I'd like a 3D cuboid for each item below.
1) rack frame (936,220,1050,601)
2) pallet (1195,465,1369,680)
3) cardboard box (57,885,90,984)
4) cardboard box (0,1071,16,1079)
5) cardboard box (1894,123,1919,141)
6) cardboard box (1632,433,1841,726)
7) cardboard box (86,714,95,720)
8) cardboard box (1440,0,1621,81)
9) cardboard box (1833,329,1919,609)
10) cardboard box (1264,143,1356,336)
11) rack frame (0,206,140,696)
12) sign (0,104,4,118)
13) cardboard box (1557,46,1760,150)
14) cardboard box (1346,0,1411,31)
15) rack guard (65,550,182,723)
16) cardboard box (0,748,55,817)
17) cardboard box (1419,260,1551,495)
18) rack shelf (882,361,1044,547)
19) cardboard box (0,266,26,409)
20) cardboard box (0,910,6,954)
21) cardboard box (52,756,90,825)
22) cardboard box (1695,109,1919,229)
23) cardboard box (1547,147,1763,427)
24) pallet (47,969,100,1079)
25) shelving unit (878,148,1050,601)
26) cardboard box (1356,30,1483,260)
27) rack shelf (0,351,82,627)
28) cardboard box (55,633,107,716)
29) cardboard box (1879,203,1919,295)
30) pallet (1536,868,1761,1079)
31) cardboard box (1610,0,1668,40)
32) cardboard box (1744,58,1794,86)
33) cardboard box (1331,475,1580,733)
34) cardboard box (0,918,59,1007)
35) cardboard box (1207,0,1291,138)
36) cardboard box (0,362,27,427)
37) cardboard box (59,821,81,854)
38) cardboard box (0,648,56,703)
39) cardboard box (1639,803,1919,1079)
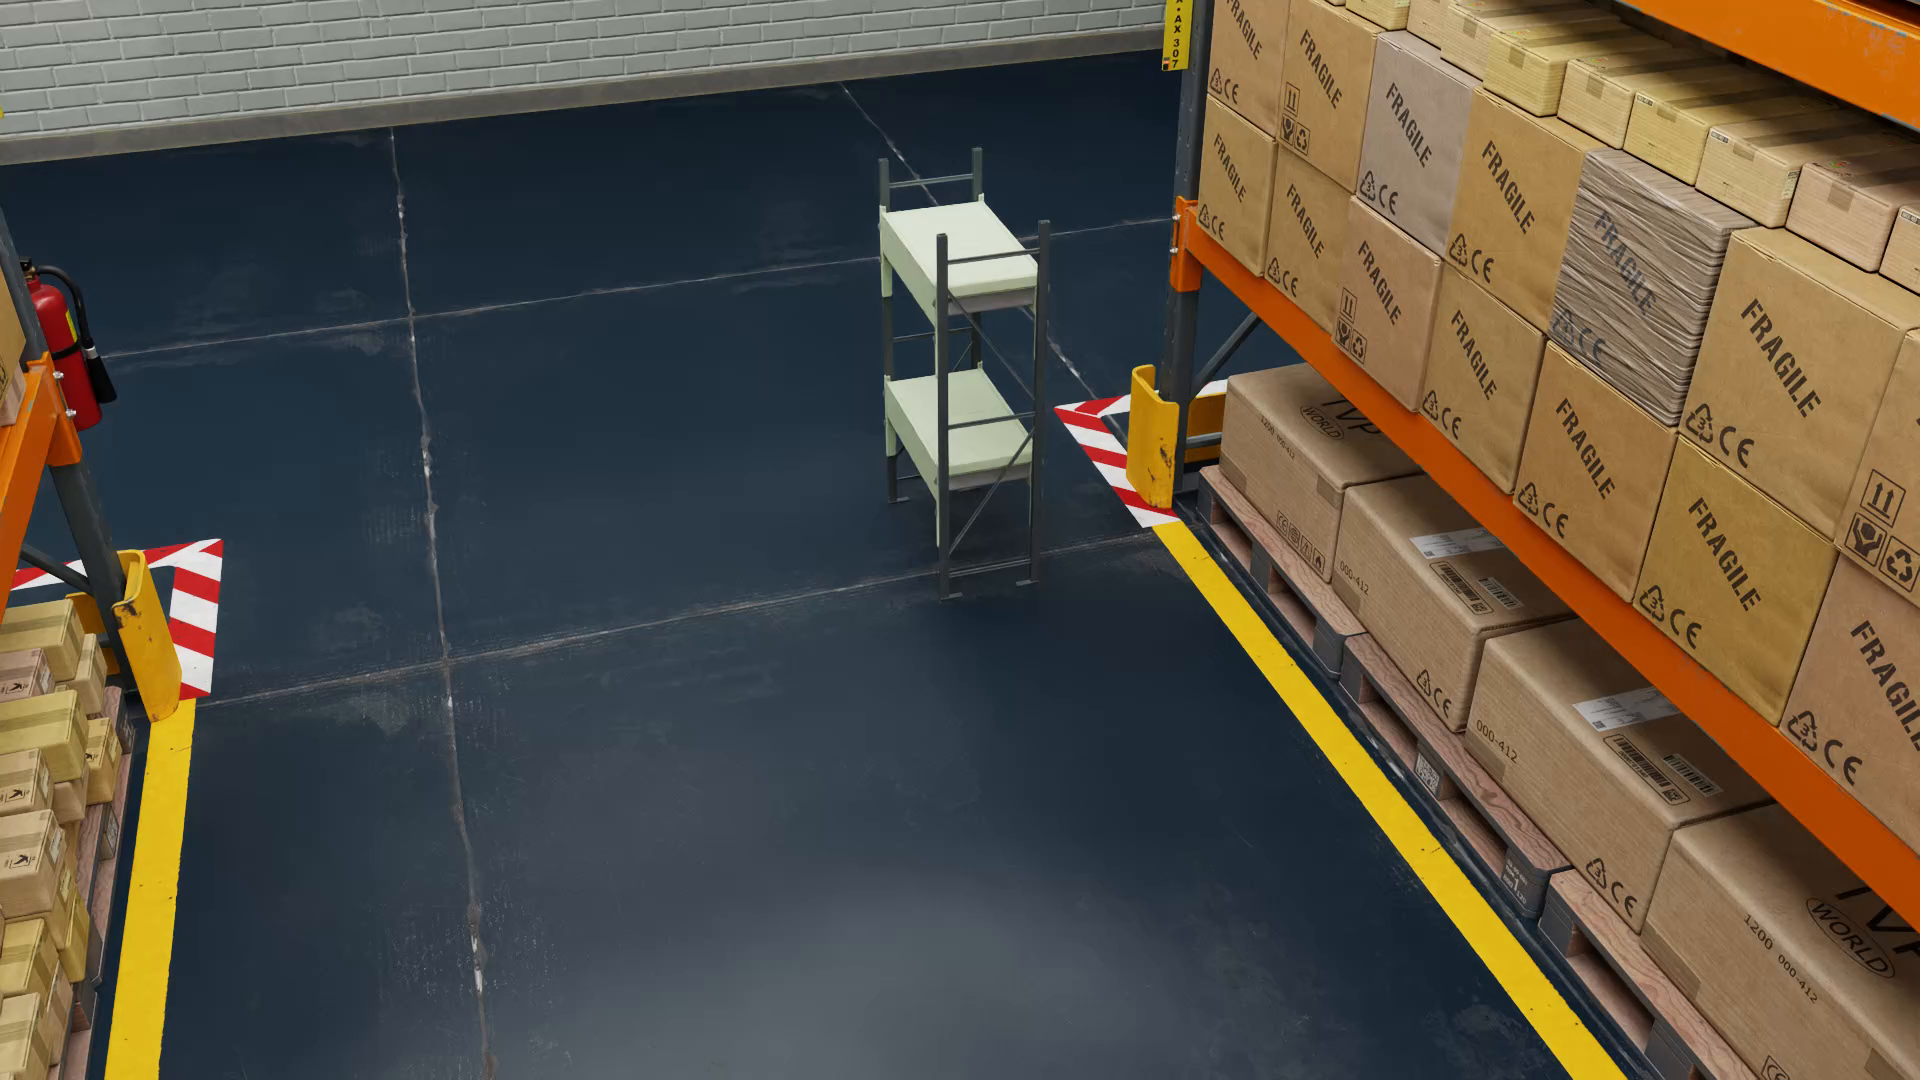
[{"bbox_3d":[0.114,-0.430,6.040,0.400,1.500,0.023,-10,35,-15],"label":"rack frame"},{"bbox_3d":[1.632,0.023,6.523,1.003,0.211,1.213,-10,35,-15],"label":"pallet"},{"bbox_3d":[-2.612,1.116,4.545,0.380,0.149,0.250,-12,35,-17],"label":"cardboard box"},{"bbox_3d":[-2.384,1.411,3.828,0.380,0.149,0.250,-10,35,-15],"label":"cardboard box"},{"bbox_3d":[2.402,-0.930,3.850,0.380,0.149,0.250,-11,35,-16],"label":"cardboard box"},{"bbox_3d":[1.987,0.042,3.875,0.500,0.500,0.500,-11,35,-16],"label":"cardboard box"},{"bbox_3d":[-3.011,0.594,5.335,0.380,0.149,0.250,-9,35,-14],"label":"cardboard box"},{"bbox_3d":[1.540,-1.360,4.501,0.380,0.149,0.250,-10,35,-14],"label":"cardboard box"},{"bbox_3d":[2.127,-0.107,3.193,0.500,0.500,0.500,-10,35,-15],"label":"cardboard box"},{"bbox_3d":[1.367,-1.027,5.493,0.500,0.500,0.500,-10,35,-15],"label":"cardboard box"},{"bbox_3d":[-3.370,-0.661,5.030,1.000,3.000,0.127,-10,35,-15],"label":"rack frame"},{"bbox_3d":[-2.835,-1.359,4.749,0.100,0.325,0.005,-10,35,-15],"label":"sign"},{"bbox_3d":[1.718,-1.093,4.097,0.380,0.149,0.250,-10,35,-15],"label":"cardboard box"},{"bbox_3d":[1.374,-1.627,4.905,0.380,0.149,0.250,-11,35,-16],"label":"cardboard box"},{"bbox_3d":[-3.347,0.421,5.659,1.175,0.500,0.348,-10,35,-15],"label":"rack guard"},{"bbox_3d":[-2.726,0.743,4.570,0.380,0.149,0.250,-11,35,-17],"label":"cardboard box"},{"bbox_3d":[1.674,-0.497,4.691,0.500,0.500,0.500,-9,34,-13],"label":"cardboard box"},{"bbox_3d":[0.002,-0.350,6.511,0.431,0.370,0.720,-10,35,-15],"label":"rack shelf"},{"bbox_3d":[-2.988,-0.635,4.629,0.500,0.500,0.500,-9,35,-14],"label":"cardboard box"},{"bbox_3d":[-2.617,1.031,4.134,0.380,0.149,0.250,-11,35,-16],"label":"cardboard box"},{"bbox_3d":[-2.777,0.730,4.859,0.380,0.149,0.250,-11,35,-17],"label":"cardboard box"},{"bbox_3d":[1.888,-0.829,3.698,0.380,0.149,0.250,-10,35,-15],"label":"cardboard box"},{"bbox_3d":[1.816,-0.640,4.001,0.500,0.500,0.500,-10,35,-14],"label":"cardboard box"},{"bbox_3d":[-2.764,1.614,4.116,1.003,0.211,1.213,-10,35,-15],"label":"pallet"},{"bbox_3d":[0.002,-0.622,6.331,0.431,1.500,0.755,-10,35,-15],"label":"shelving unit"},{"bbox_3d":[1.517,-1.167,4.797,0.500,0.500,0.500,-10,35,-15],"label":"cardboard box"},{"bbox_3d":[-2.760,0.689,3.639,1.077,0.370,4.000,-10,35,-15],"label":"rack shelf"},{"bbox_3d":[-2.937,0.458,5.271,0.380,0.149,0.250,-11,35,-16],"label":"cardboard box"},{"bbox_3d":[2.093,-0.574,3.311,0.380,0.149,0.250,-10,35,-15],"label":"cardboard box"},{"bbox_3d":[2.376,1.304,4.585,1.003,0.211,1.213,-10,35,-15],"label":"pallet"},{"bbox_3d":[2.055,-1.461,4.654,0.380,0.149,0.250,-9,35,-14],"label":"cardboard box"},{"bbox_3d":[2.238,-1.188,4.242,0.380,0.149,0.250,-10,35,-15],"label":"cardboard box"},{"bbox_3d":[1.897,0.156,5.737,0.875,0.438,0.875,-9,35,-13],"label":"cardboard box"},{"bbox_3d":[-2.546,1.138,4.242,0.380,0.149,0.250,-8,34,-12],"label":"cardboard box"},{"bbox_3d":[1.189,-1.706,5.613,0.500,0.500,0.500,-11,35,-16],"label":"cardboard box"},{"bbox_3d":[-3.001,-0.433,4.912,0.380,0.149,0.250,-10,35,-15],"label":"cardboard box"},{"bbox_3d":[-2.837,0.865,4.925,0.380,0.149,0.250,-10,35,-15],"label":"cardboard box"},{"bbox_3d":[-2.945,0.482,4.966,0.380,0.149,0.250,-9,35,-14],"label":"cardboard box"},{"bbox_3d":[2.444,1.099,4.309,0.875,0.438,0.875,-11,35,-15],"label":"cardboard box"}]
